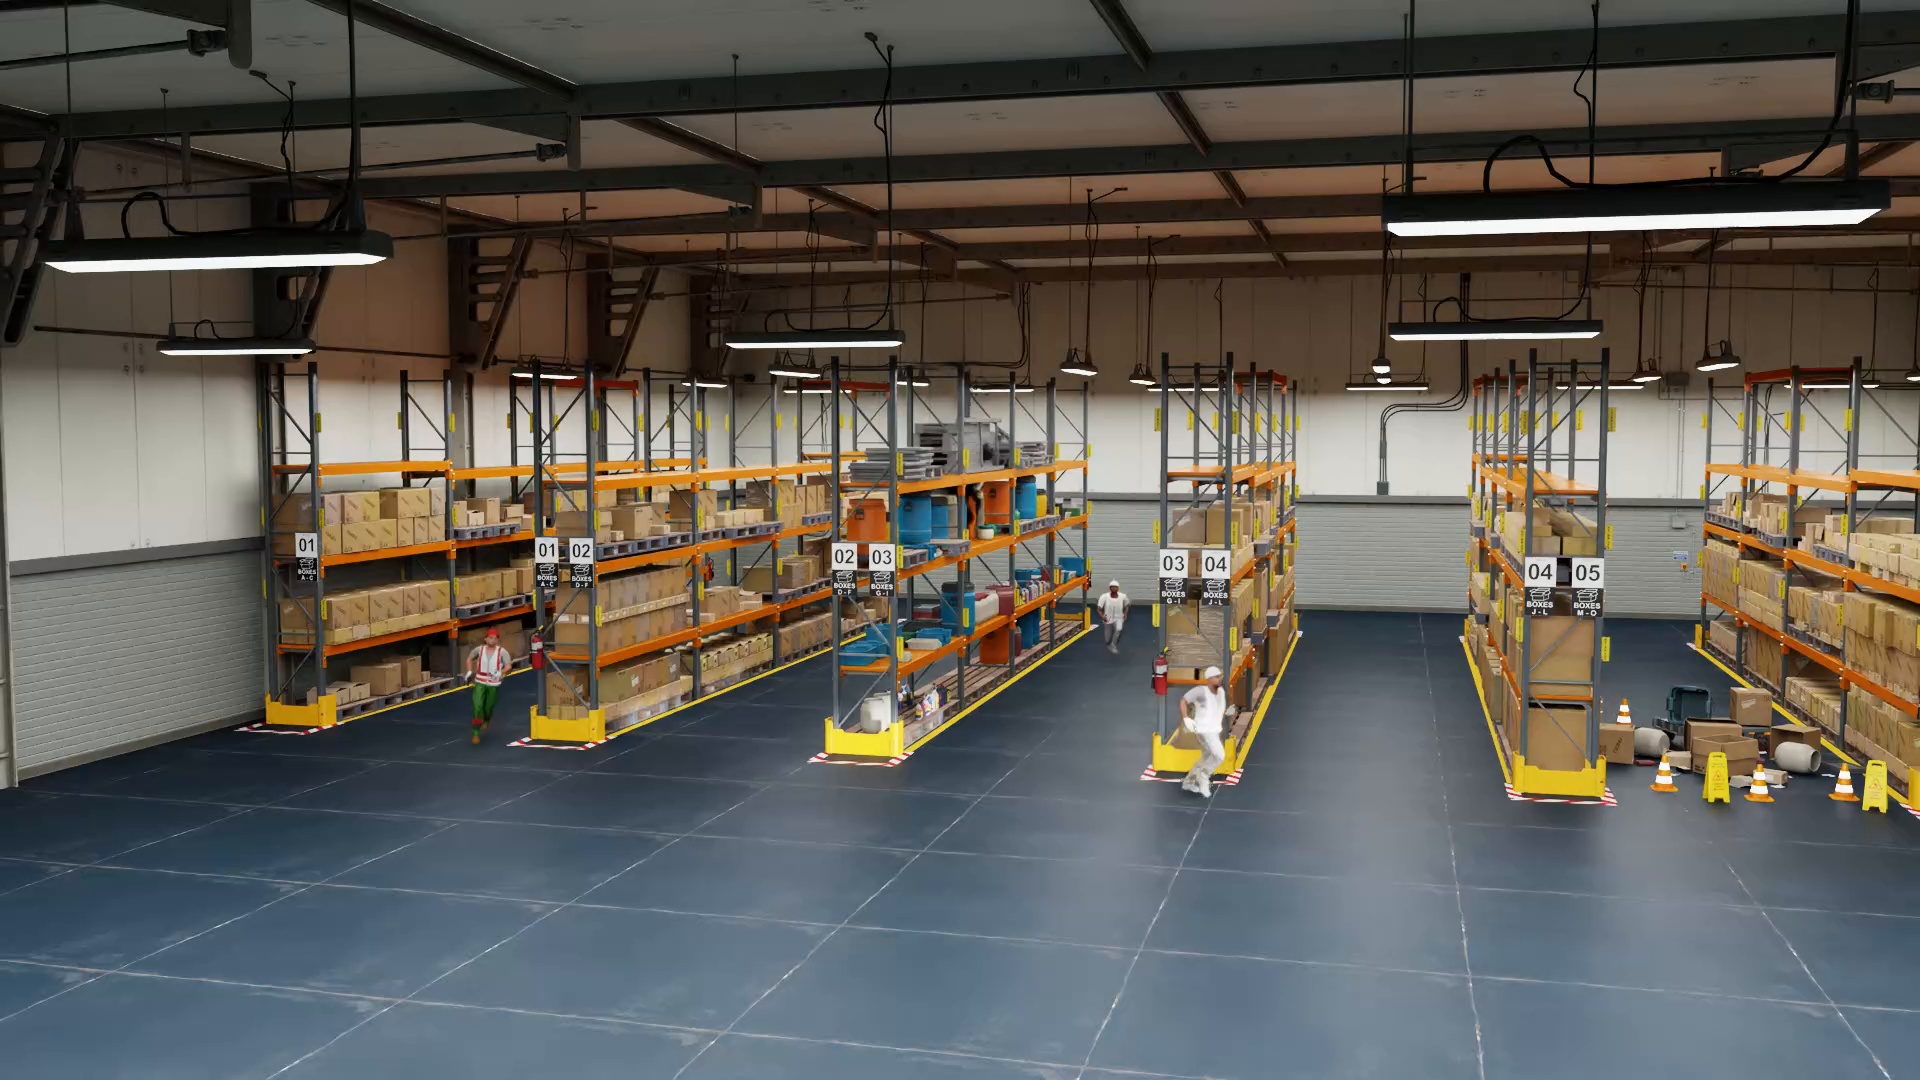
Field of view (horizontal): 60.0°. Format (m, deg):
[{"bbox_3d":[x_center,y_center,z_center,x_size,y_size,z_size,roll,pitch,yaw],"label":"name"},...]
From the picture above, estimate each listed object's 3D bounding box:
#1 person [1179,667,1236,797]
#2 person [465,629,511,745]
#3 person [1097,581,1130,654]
[{"bbox_3d":[3.311,2.556,22.189,0.766,1.744,0.662,4,5,41],"label":"person"},{"bbox_3d":[-7.461,2.285,26.311,0.707,1.776,0.899,-1,4,-11],"label":"person"},{"bbox_3d":[3.189,1.608,34.670,0.677,1.538,1.051,1,4,8],"label":"person"}]
